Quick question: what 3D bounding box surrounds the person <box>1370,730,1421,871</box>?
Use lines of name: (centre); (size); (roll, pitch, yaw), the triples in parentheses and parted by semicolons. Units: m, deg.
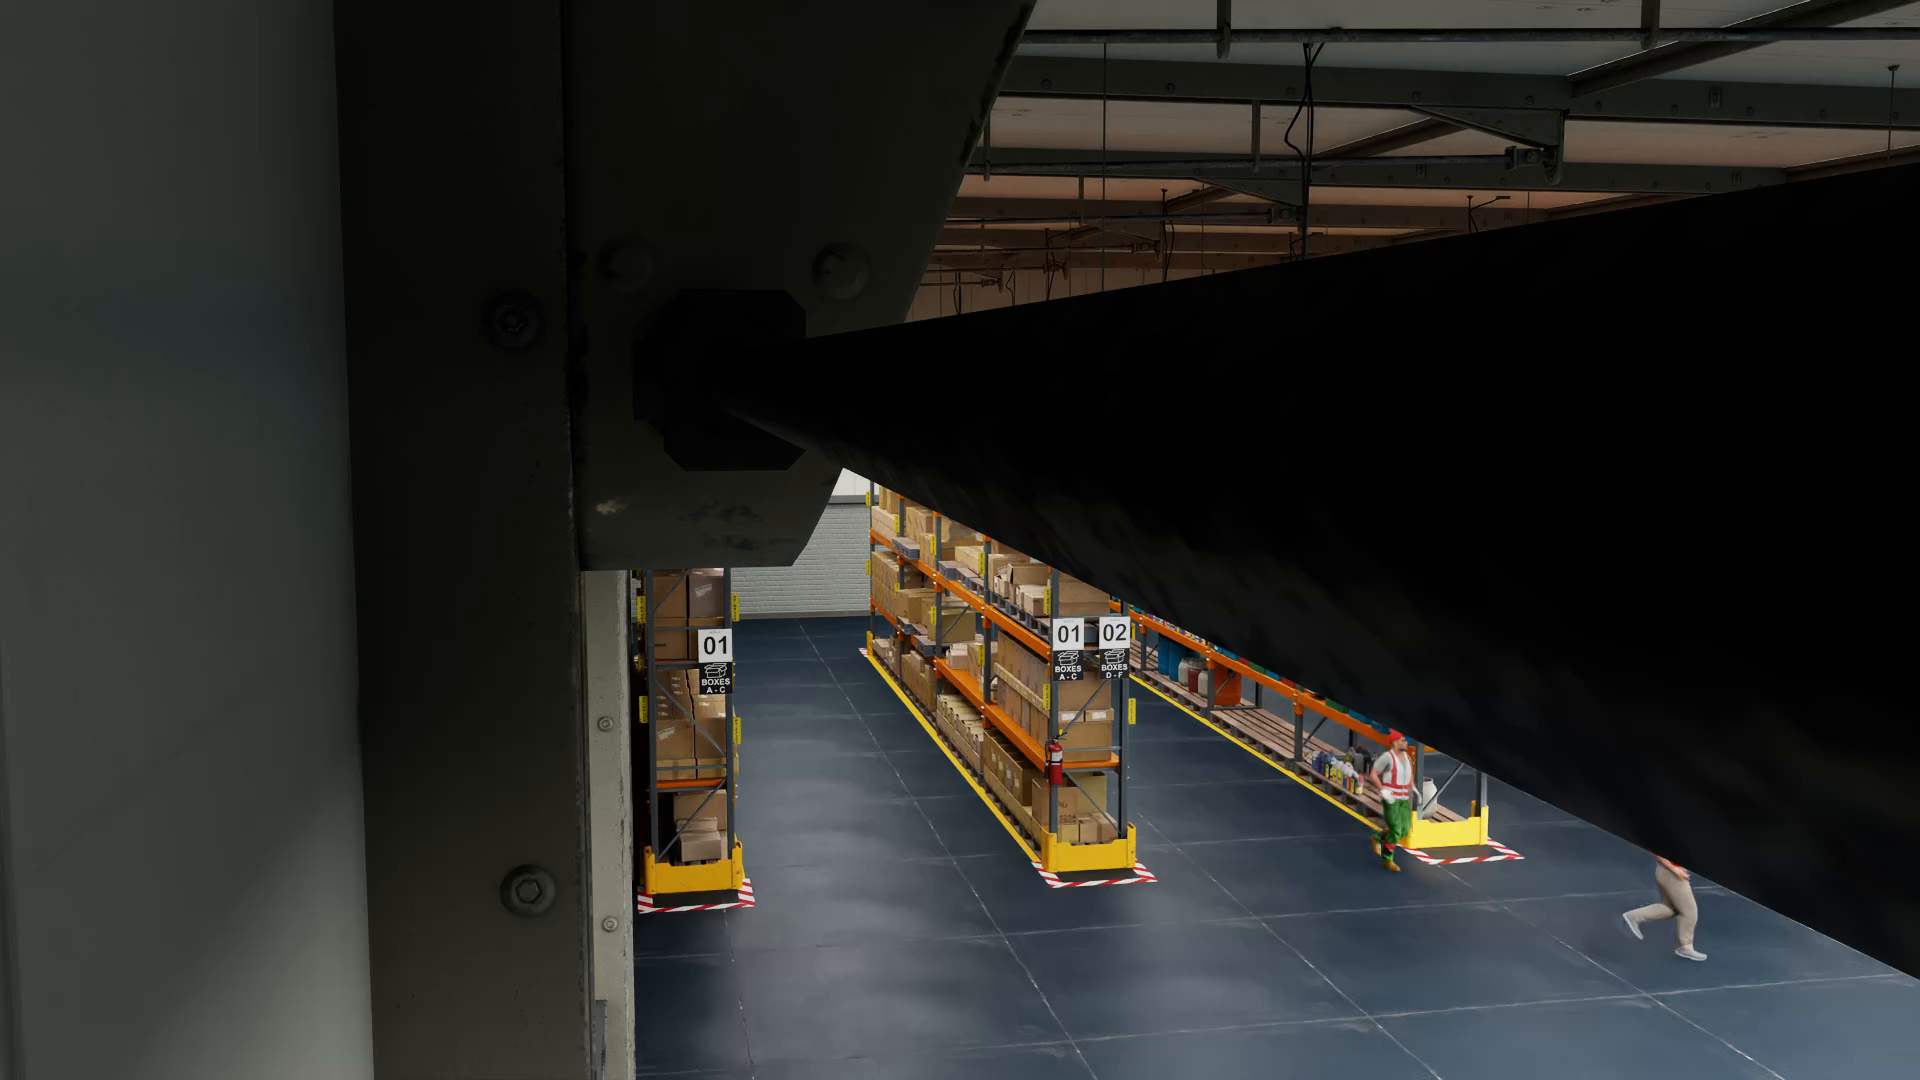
person: (5.506, 3.273, 21.108); (0.718, 1.739, 0.520); (-4, 7, -34)

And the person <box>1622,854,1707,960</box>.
person: (7.600, 3.640, 17.857); (0.857, 1.719, 0.663); (2, 6, 16)
